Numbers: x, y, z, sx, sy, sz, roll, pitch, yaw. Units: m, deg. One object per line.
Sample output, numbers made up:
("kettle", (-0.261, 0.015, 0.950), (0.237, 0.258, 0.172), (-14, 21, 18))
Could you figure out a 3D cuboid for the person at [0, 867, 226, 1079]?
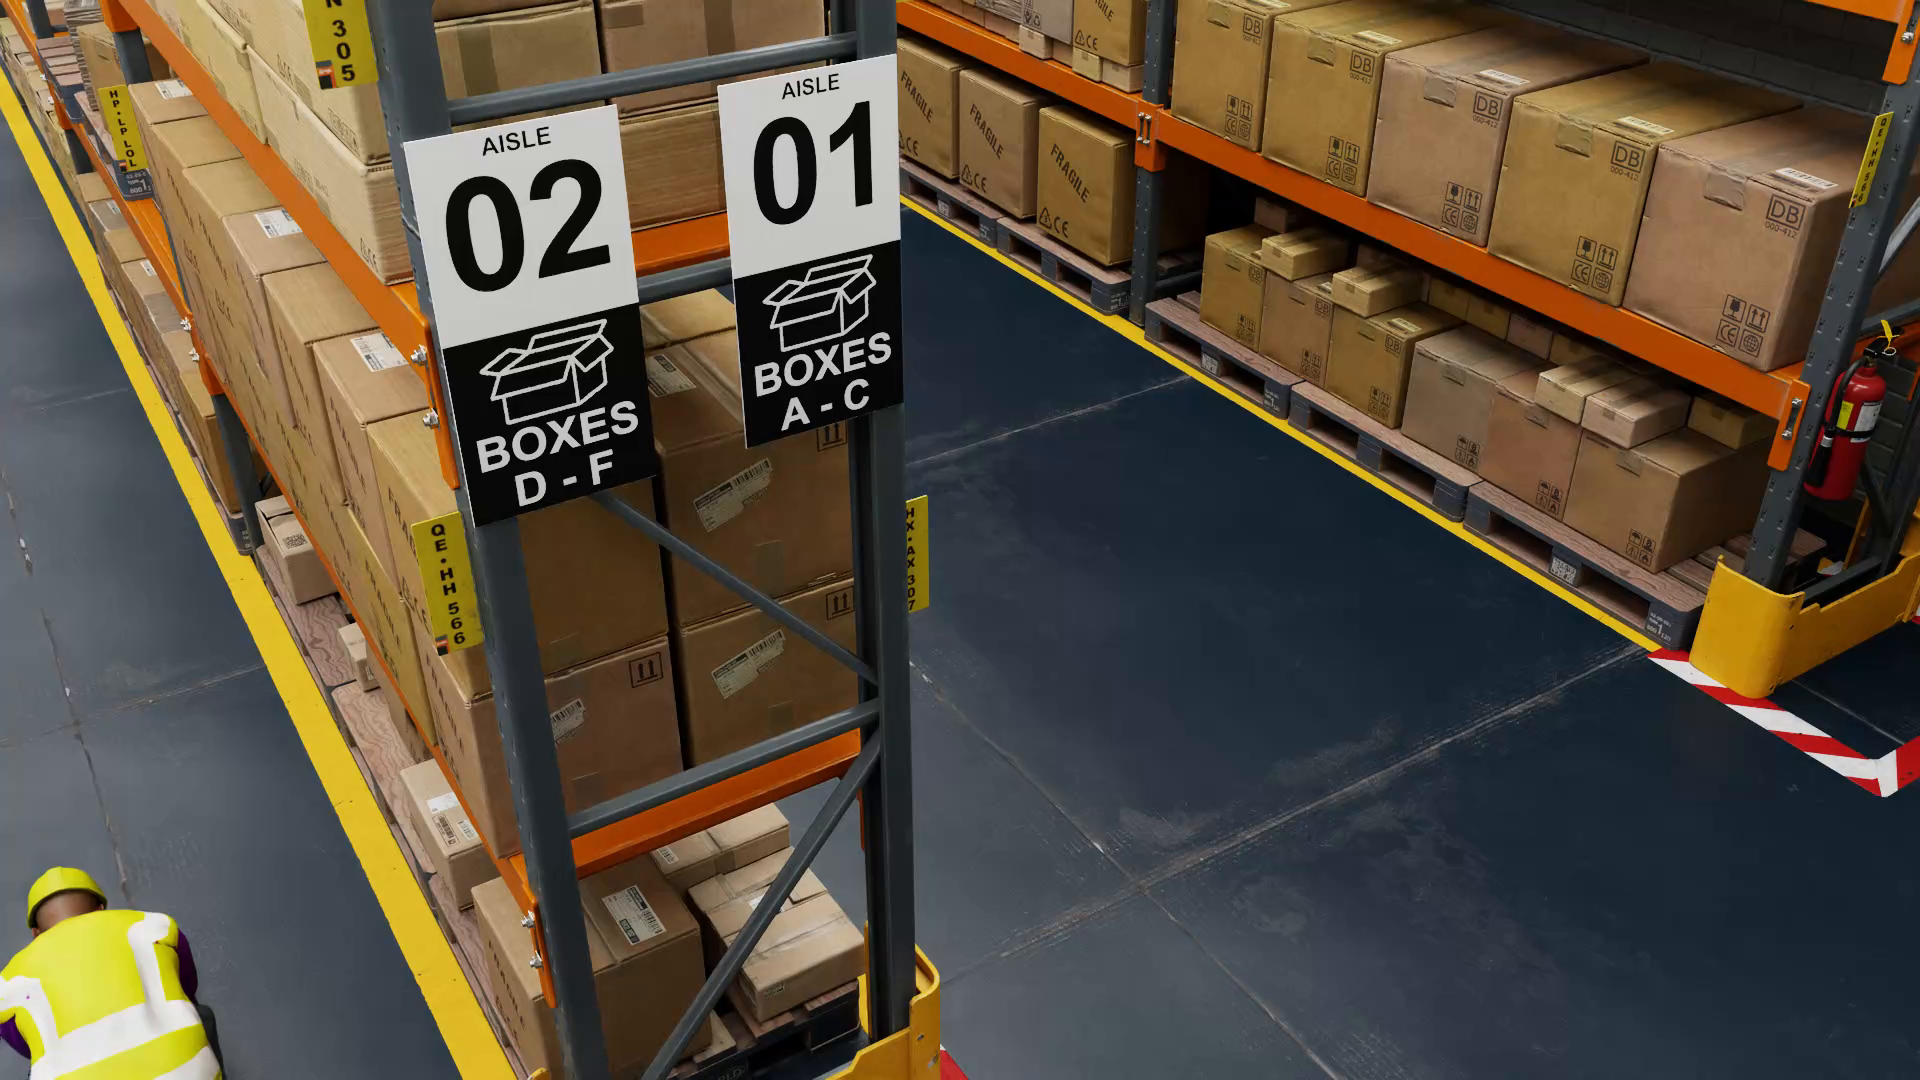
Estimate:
("person", (-2.397, 1.461, 4.731), (0.525, 0.822, 0.973), (-18, 37, -26))
